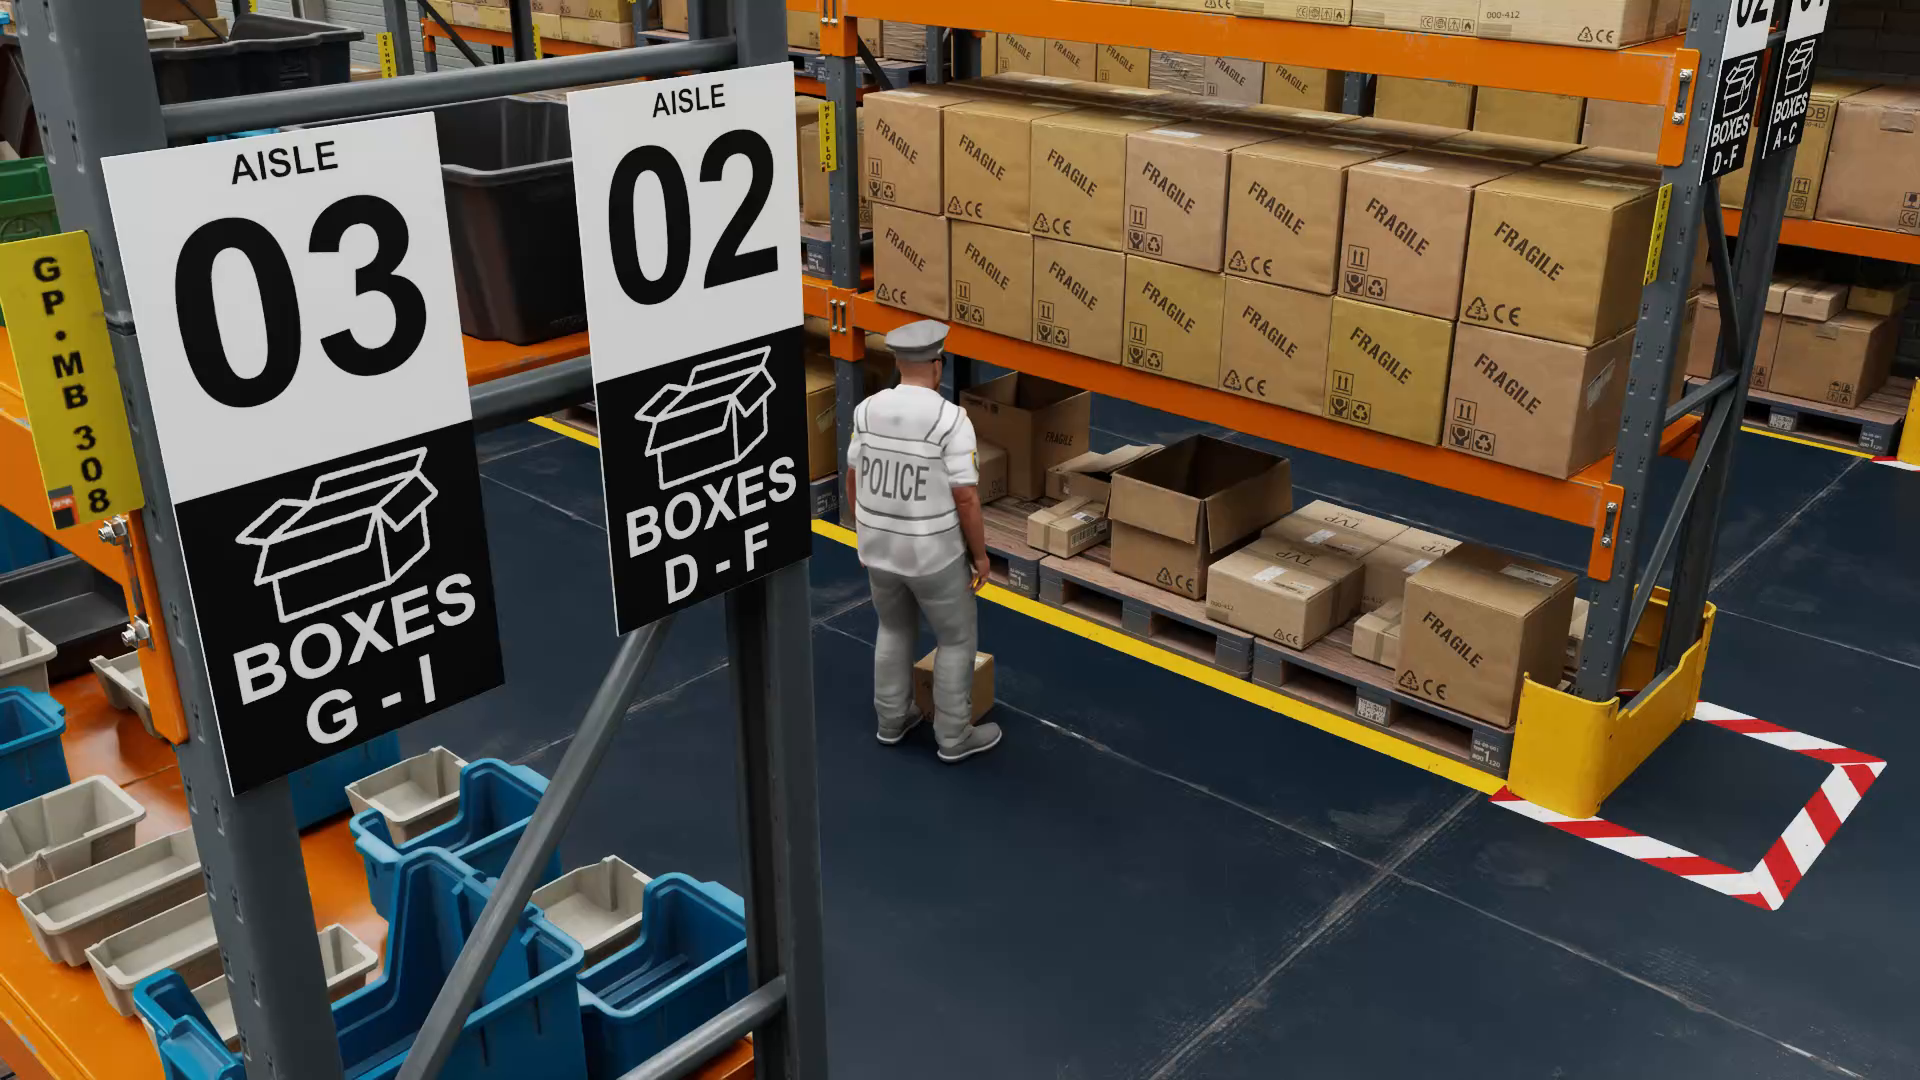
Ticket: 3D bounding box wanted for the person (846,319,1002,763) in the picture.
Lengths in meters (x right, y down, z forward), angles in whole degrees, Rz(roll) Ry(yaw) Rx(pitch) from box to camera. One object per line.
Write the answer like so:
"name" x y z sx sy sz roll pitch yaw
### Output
"person" -0.165 0.032 6.520 0.600 1.747 0.437 12 27 26
